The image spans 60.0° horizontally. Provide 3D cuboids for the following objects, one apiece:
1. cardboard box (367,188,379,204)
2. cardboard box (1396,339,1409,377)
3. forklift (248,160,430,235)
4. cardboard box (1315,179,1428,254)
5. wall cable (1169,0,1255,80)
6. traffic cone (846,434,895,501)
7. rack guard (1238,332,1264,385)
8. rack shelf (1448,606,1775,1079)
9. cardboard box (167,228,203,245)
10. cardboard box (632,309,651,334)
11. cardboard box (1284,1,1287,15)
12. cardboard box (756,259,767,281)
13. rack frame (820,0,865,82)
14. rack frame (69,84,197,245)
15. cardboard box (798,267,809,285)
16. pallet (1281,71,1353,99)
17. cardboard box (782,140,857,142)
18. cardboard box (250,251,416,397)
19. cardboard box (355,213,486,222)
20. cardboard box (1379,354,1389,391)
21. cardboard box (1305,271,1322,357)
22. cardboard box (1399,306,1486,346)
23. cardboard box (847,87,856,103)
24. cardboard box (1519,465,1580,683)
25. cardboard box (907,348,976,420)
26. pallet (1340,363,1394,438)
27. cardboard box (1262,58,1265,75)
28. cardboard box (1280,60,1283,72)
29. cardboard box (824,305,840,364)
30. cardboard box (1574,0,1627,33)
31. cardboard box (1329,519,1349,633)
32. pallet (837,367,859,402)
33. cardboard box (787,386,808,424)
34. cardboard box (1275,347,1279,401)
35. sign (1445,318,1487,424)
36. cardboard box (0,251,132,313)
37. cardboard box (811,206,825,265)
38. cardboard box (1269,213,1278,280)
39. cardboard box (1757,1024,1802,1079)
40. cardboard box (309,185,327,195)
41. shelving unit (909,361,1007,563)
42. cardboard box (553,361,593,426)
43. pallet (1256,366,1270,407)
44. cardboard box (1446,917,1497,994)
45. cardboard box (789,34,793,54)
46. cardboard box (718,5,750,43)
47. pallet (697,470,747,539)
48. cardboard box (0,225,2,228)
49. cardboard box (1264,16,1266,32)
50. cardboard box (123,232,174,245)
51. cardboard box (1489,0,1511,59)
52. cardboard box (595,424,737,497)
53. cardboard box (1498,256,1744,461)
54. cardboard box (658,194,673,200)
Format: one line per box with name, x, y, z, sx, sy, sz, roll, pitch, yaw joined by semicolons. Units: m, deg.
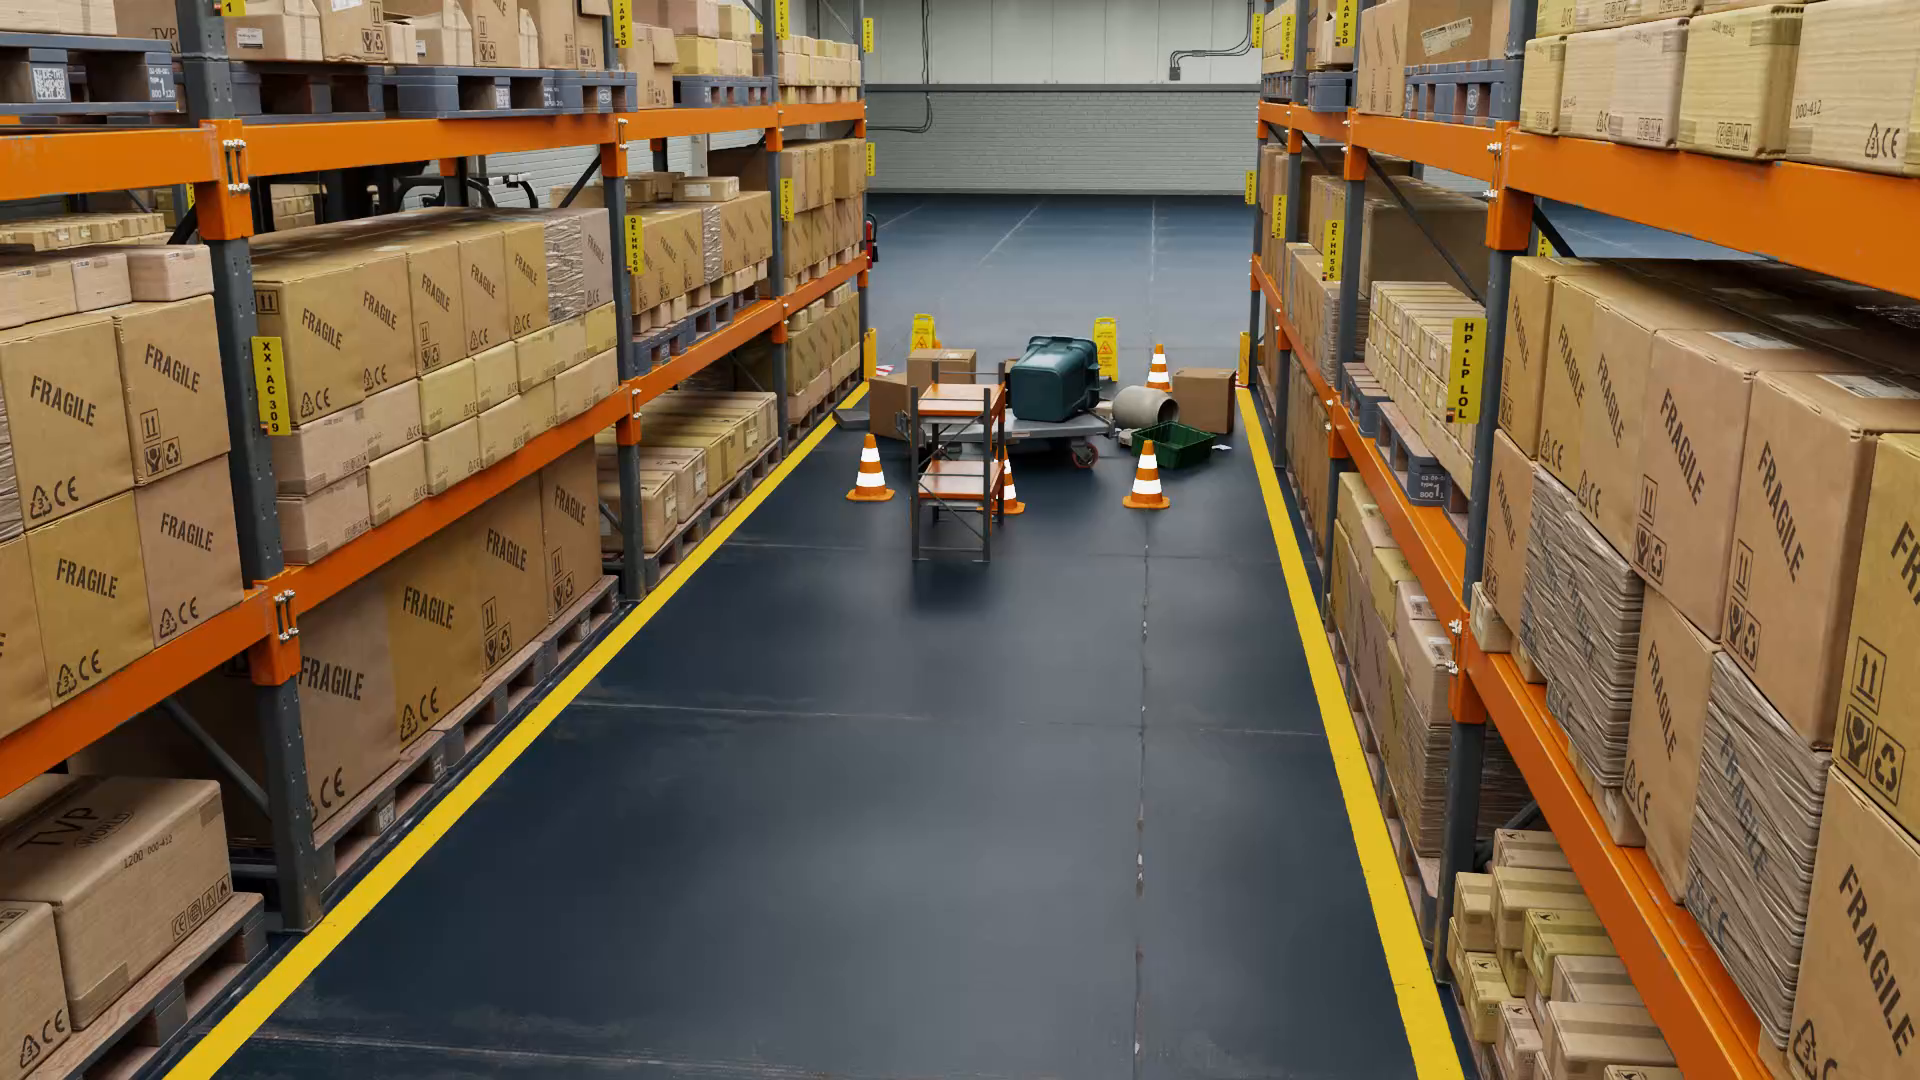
cardboard box;-6.158;-3.519;16.995;0.380;0.149;0.250;2;15;7
cardboard box;2.195;-0.819;7.551;0.380;0.149;0.250;2;15;6
forklift;-4.467;-1.762;12.064;1.130;2.935;3.031;2;15;6
cardboard box;2.907;-2.289;11.774;0.700;0.500;0.500;1;15;5
wall cable;7.091;-15.929;46.315;2.305;6.003;0.169;2;15;6
traffic cone;-0.666;-0.553;12.320;0.336;0.463;0.334;2;15;6
rack guard;3.467;-1.858;17.074;1.175;0.500;0.348;2;15;6
rack shelf;1.885;0.920;3.390;1.077;0.370;4.000;2;15;6
cardboard box;-6.540;-2.441;14.252;0.500;0.500;0.500;1;15;5
cardboard box;-2.081;-1.335;10.031;0.380;0.149;0.250;1;15;3
cardboard box;2.824;-4.283;13.466;0.380;0.149;0.250;2;15;7
cardboard box;-1.701;-2.080;12.785;0.380;0.149;0.250;2;15;7
rack frame;-1.465;-6.074;16.384;1.000;3.000;0.127;2;15;6
rack frame;-6.849;-2.285;13.868;1.000;3.000;0.127;2;15;6
cardboard box;-1.523;-2.291;14.370;0.380;0.149;0.250;2;15;8
pallet;3.116;-3.638;13.292;1.003;0.211;1.213;2;15;6
cardboard box;-1.371;-3.582;15.986;0.700;0.500;0.500;2;15;7
cardboard box;-2.454;-0.835;6.395;0.500;0.500;0.500;2;15;6
cardboard box;-2.713;-1.384;8.427;0.500;0.500;0.500;2;15;6
cardboard box;2.250;-0.815;8.106;0.380;0.149;0.250;2;15;9
cardboard box;2.460;-1.415;10.457;0.500;0.500;0.500;1;15;5
cardboard box;2.198;-0.965;7.523;0.380;0.149;0.250;2;15;9
cardboard box;-1.223;-4.338;16.193;0.380;0.149;0.250;2;15;7
cardboard box;1.755;0.112;4.240;0.500;0.500;0.500;2;15;6
cardboard box;-0.145;-1.254;13.393;0.500;0.500;0.500;2;15;6
pallet;2.587;-0.703;8.381;1.213;0.211;1.003;2;15;6
cardboard box;3.107;-4.556;16.004;0.380;0.149;0.250;2;15;7
cardboard box;2.821;-3.901;13.581;0.380;0.149;0.250;2;15;6
cardboard box;-1.416;-1.933;15.592;0.500;0.500;0.500;1;15;5
cardboard box;1.757;-1.316;3.864;0.500;0.250;0.500;2;15;6
cardboard box;2.228;0.197;8.672;0.500;0.500;0.500;1;15;4
pallet;-1.601;-1.602;16.683;1.003;0.211;1.213;2;15;6
cardboard box;-1.582;-1.161;14.171;0.500;0.250;0.500;1;15;4
cardboard box;3.251;-1.593;14.571;0.875;0.875;0.875;2;15;7
sign;1.559;-0.520;5.121;0.100;0.325;0.005;2;15;6
cardboard box;-2.676;-0.755;4.858;0.380;0.149;0.250;2;15;8
cardboard box;-1.487;-2.699;14.634;0.500;0.500;0.500;2;15;6
cardboard box;3.221;-2.609;14.778;0.875;0.550;0.500;2;15;6
cardboard box;1.558;0.857;2.728;0.380;0.149;0.250;1;15;4
cardboard box;-6.273;-3.395;15.966;0.380;0.149;0.250;2;15;7
shelving unit;-0.001;-0.541;11.009;0.538;1.125;1.048;2;15;6
cardboard box;-2.209;-0.759;8.508;0.500;0.250;0.500;2;15;7
pallet;3.452;-1.502;16.313;1.003;0.211;1.213;2;15;6
cardboard box;1.750;1.313;5.218;0.380;0.149;0.250;1;15;4
cardboard box;-1.557;-3.992;13.387;0.380;0.149;0.250;2;15;8
cardboard box;-1.856;-3.806;12.269;0.500;0.250;0.500;2;15;8
pallet;-2.138;-0.275;11.774;1.003;0.211;1.213;2;15;6
cardboard box;-7.298;-2.233;12.239;0.380;0.149;0.250;2;15;6
cardboard box;3.111;-4.944;15.909;0.380;0.149;0.250;2;15;7
cardboard box;-6.651;-2.319;13.323;0.500;0.250;0.500;1;15;5
cardboard box;2.415;-2.043;6.222;0.797;0.503;0.637;1;15;6
cardboard box;-2.128;-0.571;11.758;0.950;0.372;0.625;2;15;8
cardboard box;1.817;-0.510;4.626;0.500;0.500;0.500;2;15;8
cardboard box;-2.311;-2.292;12.325;0.500;0.500;0.500;2;15;6
